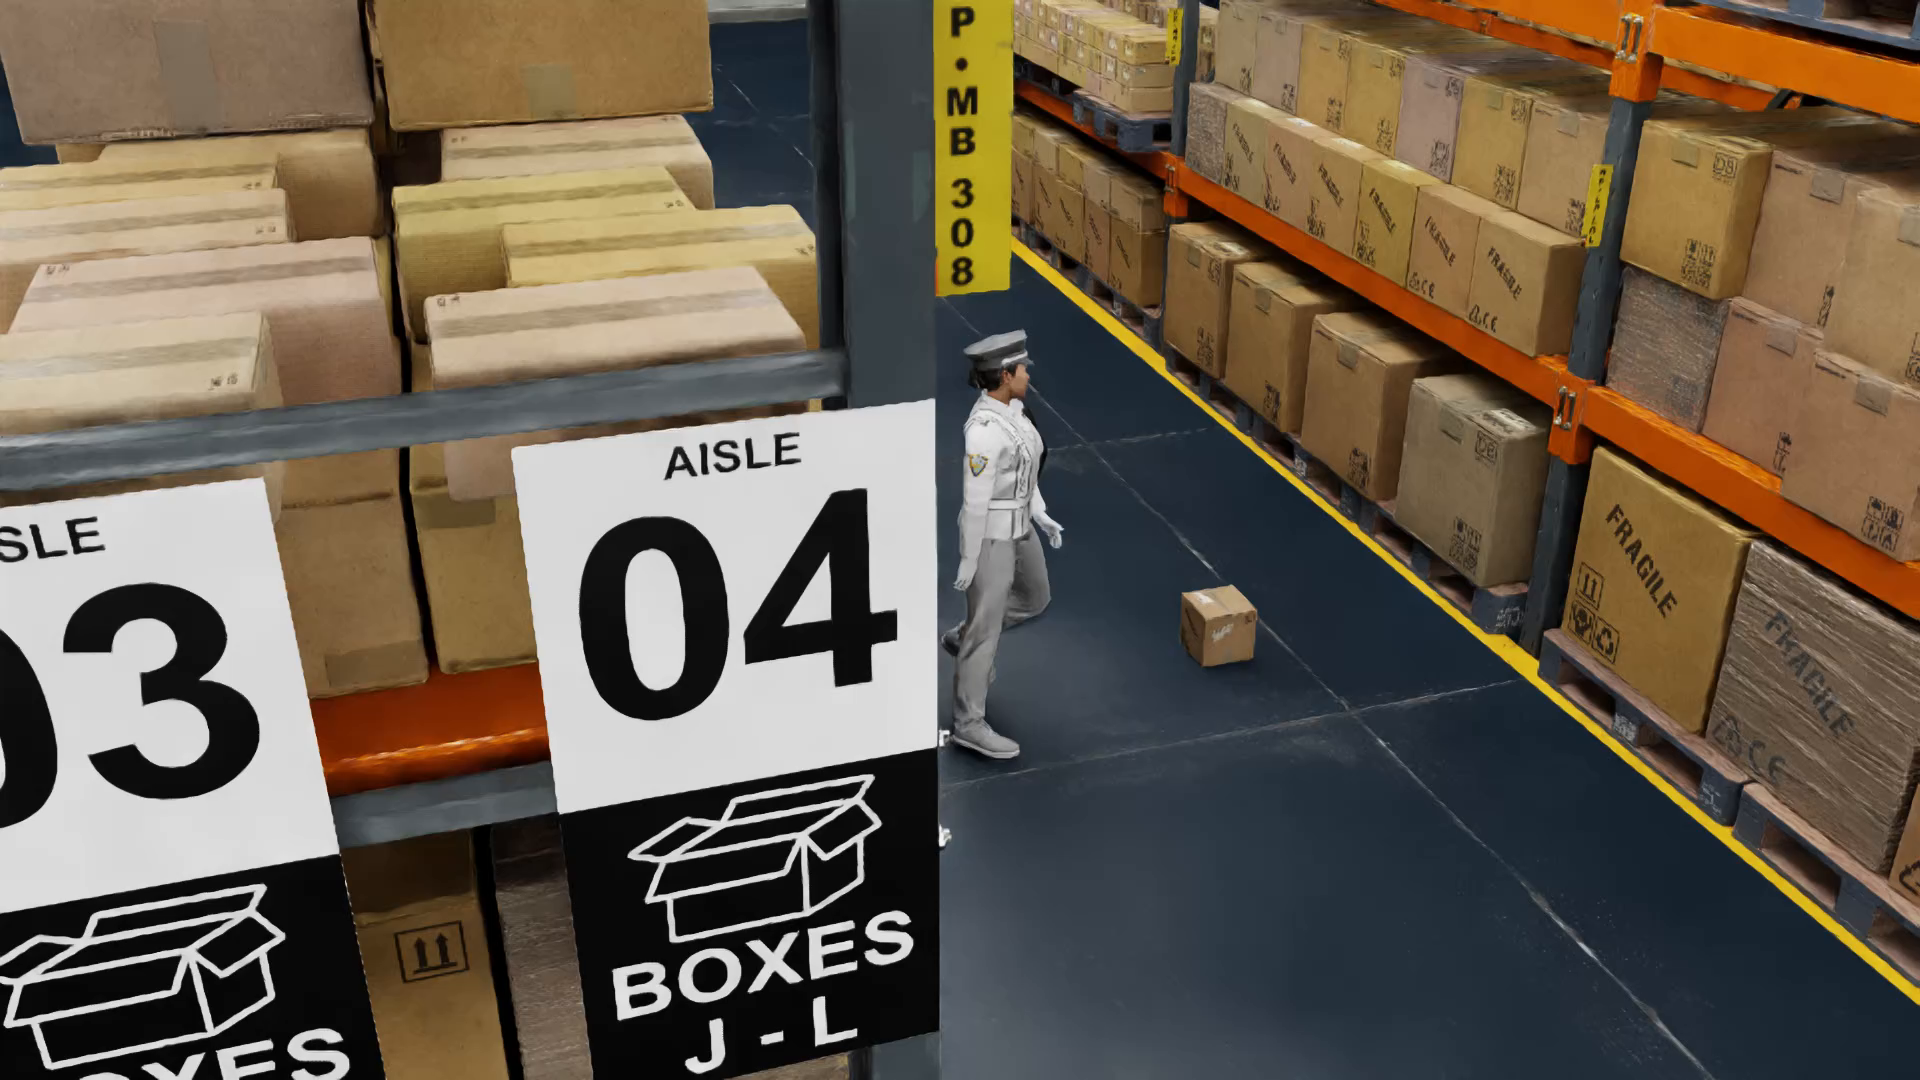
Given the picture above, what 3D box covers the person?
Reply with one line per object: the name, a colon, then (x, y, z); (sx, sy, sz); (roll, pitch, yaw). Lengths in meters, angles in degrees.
person: (0.153, -0.030, 6.580); (0.475, 1.585, 0.540); (5, 27, 10)
